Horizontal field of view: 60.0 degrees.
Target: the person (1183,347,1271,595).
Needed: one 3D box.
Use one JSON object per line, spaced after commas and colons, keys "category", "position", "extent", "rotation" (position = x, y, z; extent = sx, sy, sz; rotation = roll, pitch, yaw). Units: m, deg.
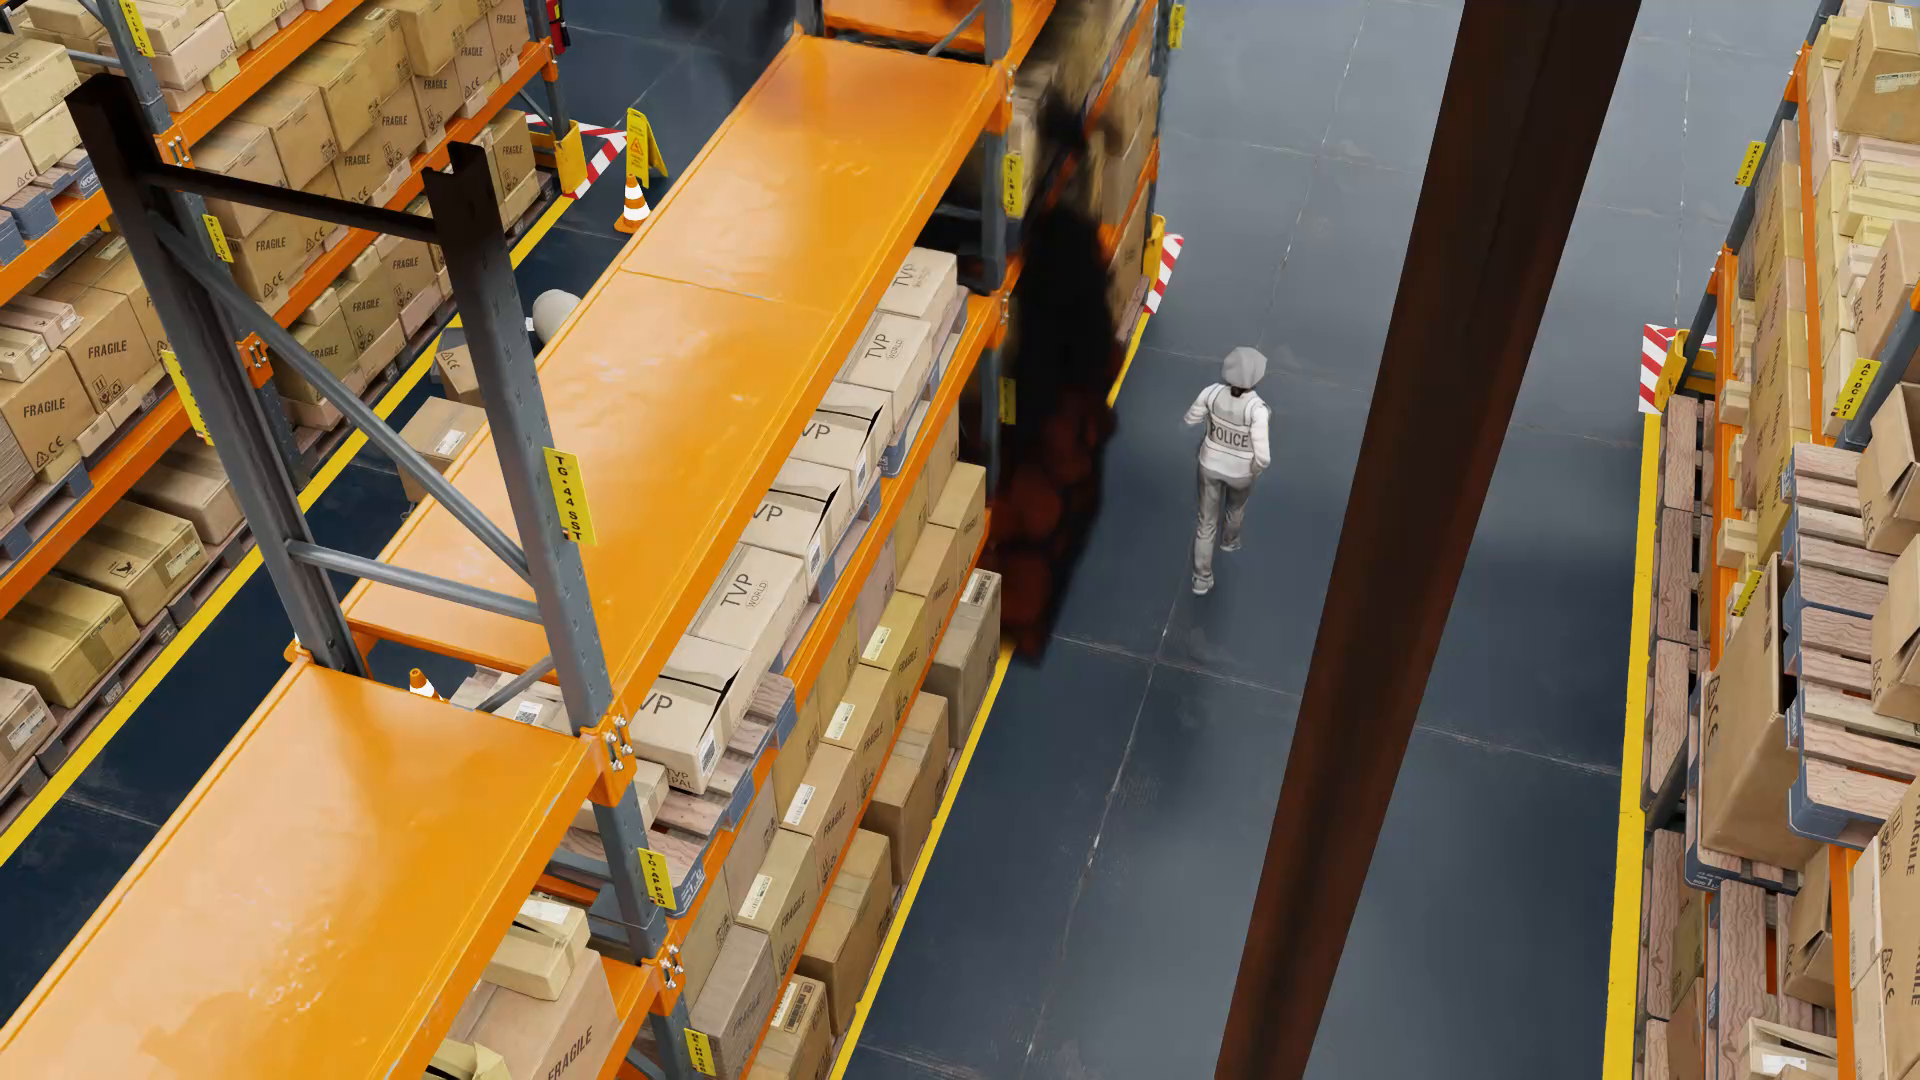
{"category": "person", "position": [1.571, -0.403, 9.957], "extent": [0.584, 1.777, 0.730], "rotation": [15, 48, 14]}
